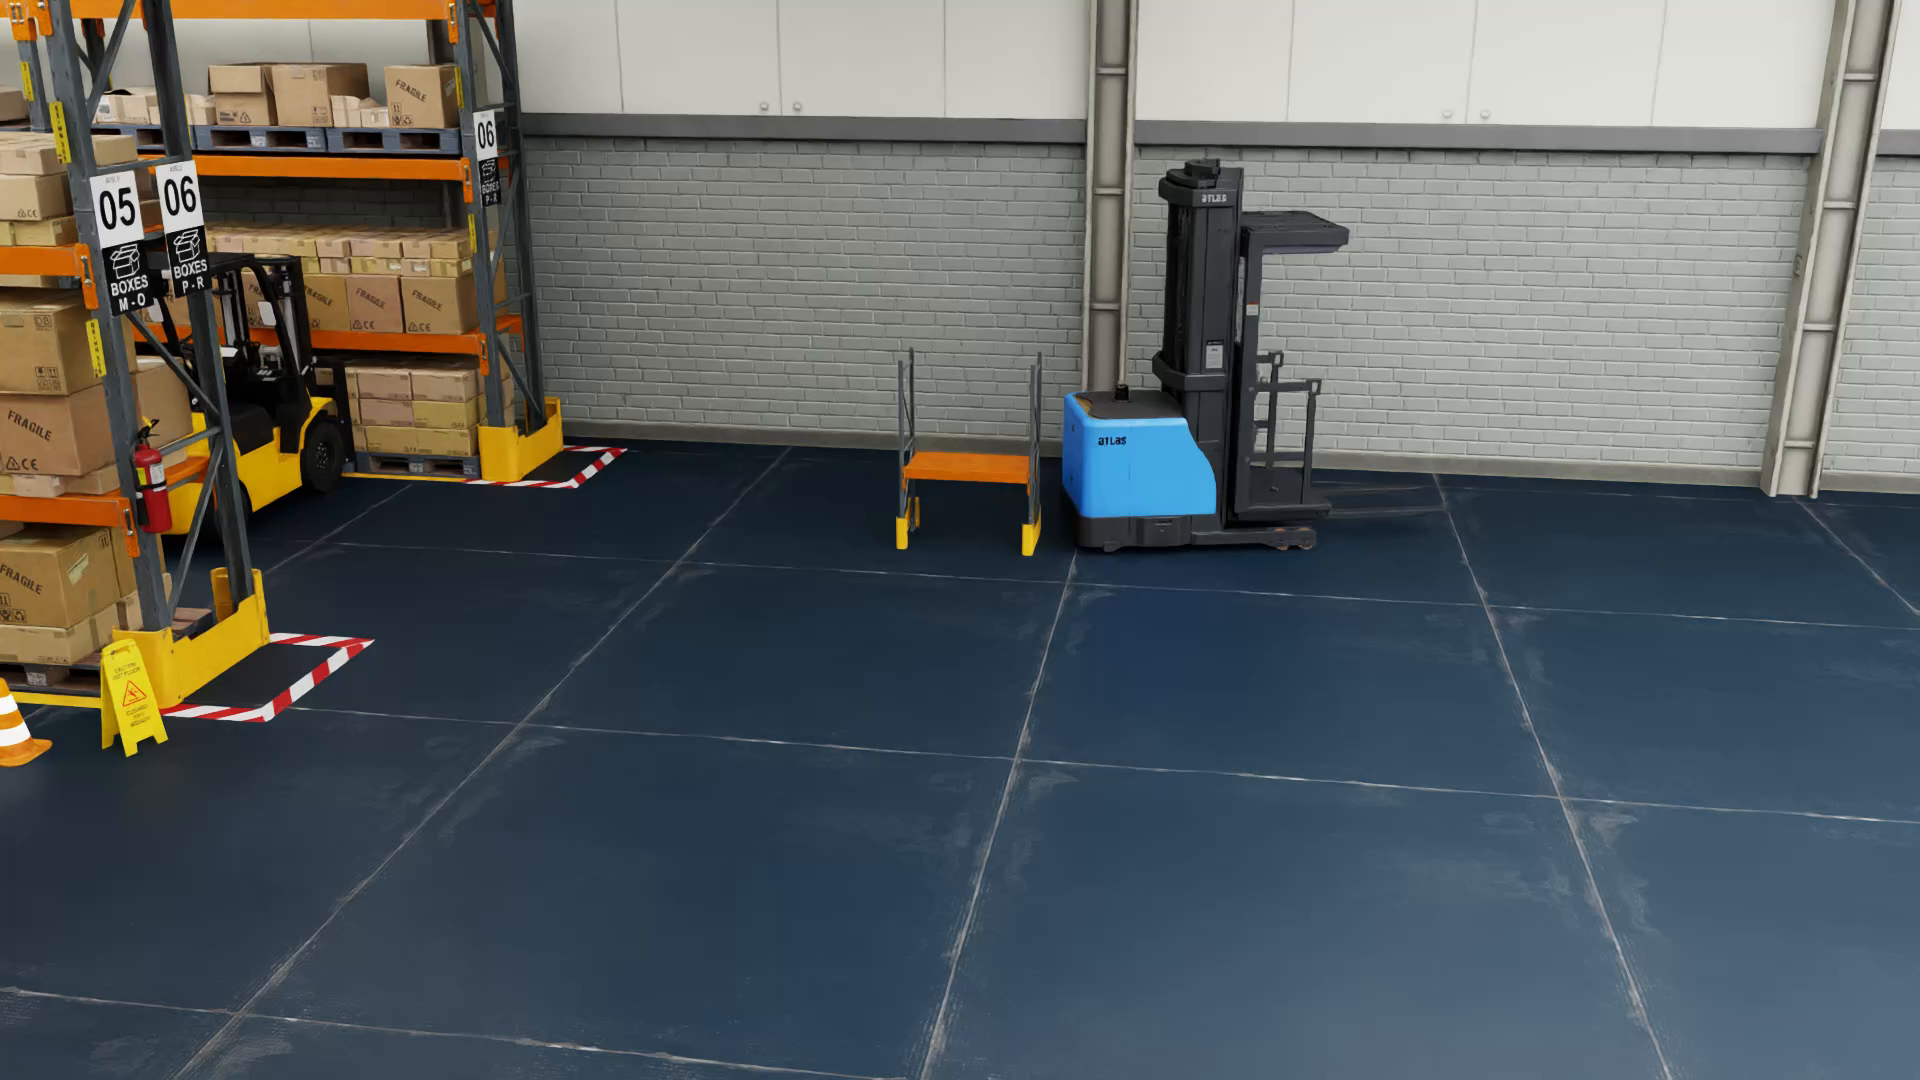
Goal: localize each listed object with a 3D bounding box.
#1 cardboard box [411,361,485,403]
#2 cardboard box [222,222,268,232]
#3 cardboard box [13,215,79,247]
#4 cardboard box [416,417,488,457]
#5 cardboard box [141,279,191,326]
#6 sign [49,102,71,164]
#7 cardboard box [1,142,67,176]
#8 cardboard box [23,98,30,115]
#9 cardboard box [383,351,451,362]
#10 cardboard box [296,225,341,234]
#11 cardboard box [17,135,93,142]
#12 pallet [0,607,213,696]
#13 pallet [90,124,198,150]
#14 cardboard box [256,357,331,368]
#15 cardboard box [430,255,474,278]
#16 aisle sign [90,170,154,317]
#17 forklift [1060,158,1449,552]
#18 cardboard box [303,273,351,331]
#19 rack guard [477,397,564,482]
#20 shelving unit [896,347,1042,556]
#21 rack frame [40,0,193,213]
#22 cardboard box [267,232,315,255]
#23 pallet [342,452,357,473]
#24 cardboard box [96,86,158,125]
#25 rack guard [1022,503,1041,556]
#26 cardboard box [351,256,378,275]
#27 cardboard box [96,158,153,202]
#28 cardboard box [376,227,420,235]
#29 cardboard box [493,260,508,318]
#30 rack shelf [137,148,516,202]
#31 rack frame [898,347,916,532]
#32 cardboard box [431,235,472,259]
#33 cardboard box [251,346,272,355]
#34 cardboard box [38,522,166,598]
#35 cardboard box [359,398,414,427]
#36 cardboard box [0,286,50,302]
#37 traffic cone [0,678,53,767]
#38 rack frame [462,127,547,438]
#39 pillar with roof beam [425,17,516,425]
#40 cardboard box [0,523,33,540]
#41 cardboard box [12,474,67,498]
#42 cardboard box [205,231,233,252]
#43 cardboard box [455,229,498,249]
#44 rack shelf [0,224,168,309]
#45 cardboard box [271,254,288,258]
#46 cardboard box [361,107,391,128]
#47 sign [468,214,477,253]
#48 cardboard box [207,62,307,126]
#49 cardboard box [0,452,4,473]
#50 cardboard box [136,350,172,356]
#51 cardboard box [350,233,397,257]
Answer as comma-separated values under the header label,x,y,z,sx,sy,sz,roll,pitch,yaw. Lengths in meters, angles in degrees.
label,x,y,z,sx,sy,sz,roll,pitch,yaw
cardboard box,-4.565,-1.422,14.921,0.500,0.250,0.500,4,19,10
cardboard box,-6.632,-2.856,15.462,0.250,0.149,0.380,3,19,8
cardboard box,-5.241,-1.805,9.640,0.250,0.149,0.380,3,19,9
cardboard box,-4.575,-0.947,15.077,0.500,0.250,0.500,3,19,9
cardboard box,-7.096,-2.250,15.144,0.500,0.500,0.500,3,19,10
sign,-4.952,-2.241,9.151,0.005,0.325,0.100,3,19,9
cardboard box,-5.225,-2.178,9.496,0.250,0.149,0.380,3,19,9
cardboard box,-8.817,-3.982,15.327,0.250,0.149,0.380,3,19,9
cardboard box,-4.999,-1.604,15.465,0.500,0.250,0.500,3,19,9
cardboard box,-5.881,-2.794,15.276,0.250,0.149,0.380,3,19,9
cardboard box,-5.414,-2.343,9.989,0.250,0.149,0.380,3,19,8
pallet,-5.716,0.695,10.893,1.213,0.211,1.003,3,19,9
pallet,-7.164,-3.674,14.968,1.213,0.211,1.003,3,19,9
cardboard box,-6.069,-1.496,15.142,0.500,0.250,0.500,3,19,8
cardboard box,-4.447,-2.412,14.603,0.250,0.149,0.380,3,19,9
aisle sign,-4.829,-1.710,9.591,0.004,0.787,0.394,3,19,9
forklift,2.381,-1.477,13.099,3.031,2.935,1.130,-2,19,-6
cardboard box,-5.605,-2.171,14.908,0.500,0.500,0.500,3,19,8
rack guard,-4.037,-0.940,15.325,0.348,0.500,1.175,3,19,9
shelving unit,0.075,-0.707,13.054,1.083,1.500,0.587,3,19,9
rack frame,-4.844,-3.417,9.332,0.127,3.000,1.000,3,19,9
cardboard box,-5.963,-2.650,14.848,0.250,0.149,0.380,3,19,9
pallet,-6.023,-0.892,15.636,1.213,0.211,1.003,3,19,9
cardboard box,-7.227,-3.837,14.636,0.500,0.311,0.500,3,19,10
rack guard,0.567,-0.090,13.177,0.087,0.250,0.587,3,19,9
cardboard box,-5.194,-2.463,14.758,0.250,0.149,0.380,3,19,8
cardboard box,-5.299,-2.173,10.110,0.500,0.250,0.500,3,19,8
cardboard box,-5.116,-2.757,15.166,0.250,0.149,0.380,3,19,9
cardboard box,-4.506,-2.286,15.251,0.500,0.500,0.500,4,19,10
rack shelf,-6.035,-3.309,14.871,4.000,0.370,1.077,3,19,9
rack frame,-0.418,-0.733,13.129,0.032,1.500,0.500,3,19,9
cardboard box,-4.448,-2.575,14.623,0.250,0.149,0.380,3,19,9
cardboard box,-6.494,-1.683,15.701,0.500,0.250,0.500,3,19,9
cardboard box,-5.620,0.049,10.918,0.500,0.500,0.500,2,19,7
cardboard box,-5.084,-1.214,15.089,0.500,0.250,0.500,3,19,8
cardboard box,-5.882,-1.219,10.018,0.500,0.500,0.700,3,19,9
traffic cone,-5.474,1.014,9.544,0.334,0.463,0.336,3,19,9
rack frame,-4.061,-2.127,14.932,0.127,3.000,1.000,3,19,9
pillar with roof beam,-5.288,-3.941,10.898,0.400,9.000,9.100,3,19,9
cardboard box,-6.193,0.194,10.487,0.500,0.500,0.500,4,19,11
cardboard box,-5.515,-0.382,10.114,0.250,0.149,0.380,3,19,8
cardboard box,-6.718,-2.671,14.909,0.250,0.149,0.380,3,19,8
cardboard box,-4.358,-2.707,15.017,0.250,0.149,0.380,3,19,8
rack shelf,-6.819,-1.754,10.223,4.000,0.370,1.077,3,19,9
cardboard box,-5.950,-2.509,14.895,0.250,0.149,0.380,3,19,8
cardboard box,-4.927,-3.623,14.254,0.250,0.149,0.380,2,19,7
sign,-4.160,-2.619,14.205,0.005,0.325,0.100,3,19,9
cardboard box,-6.103,-3.915,14.567,0.637,0.503,0.797,4,19,10
cardboard box,-5.918,-0.728,10.124,0.500,0.500,0.500,3,19,9
cardboard box,-7.582,-1.575,15.378,0.500,0.250,0.500,3,19,8
cardboard box,-5.193,-2.618,14.752,0.250,0.149,0.380,3,19,9
